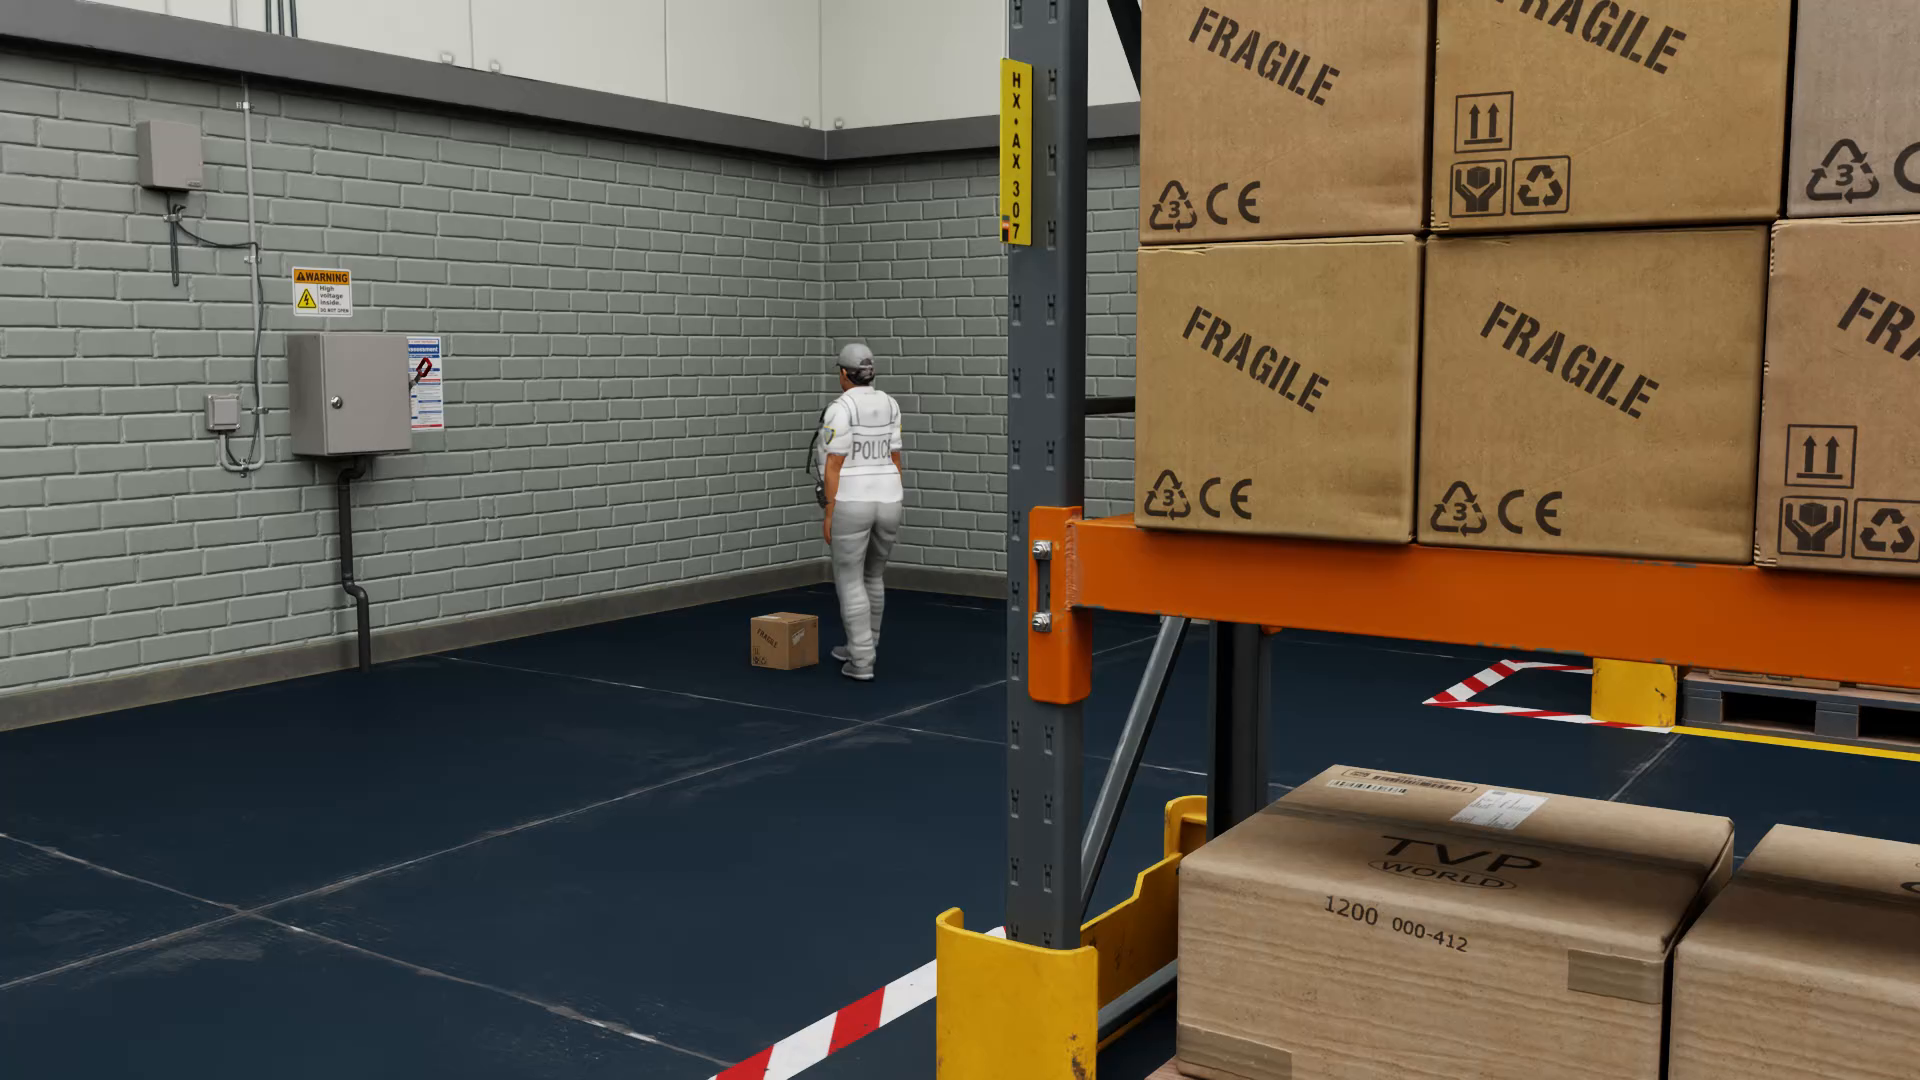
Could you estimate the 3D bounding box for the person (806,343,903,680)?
[{"bbox_3d":[-0.571,-0.157,8.370,0.481,1.657,0.584,-6,9,-44],"label":"person"}]
